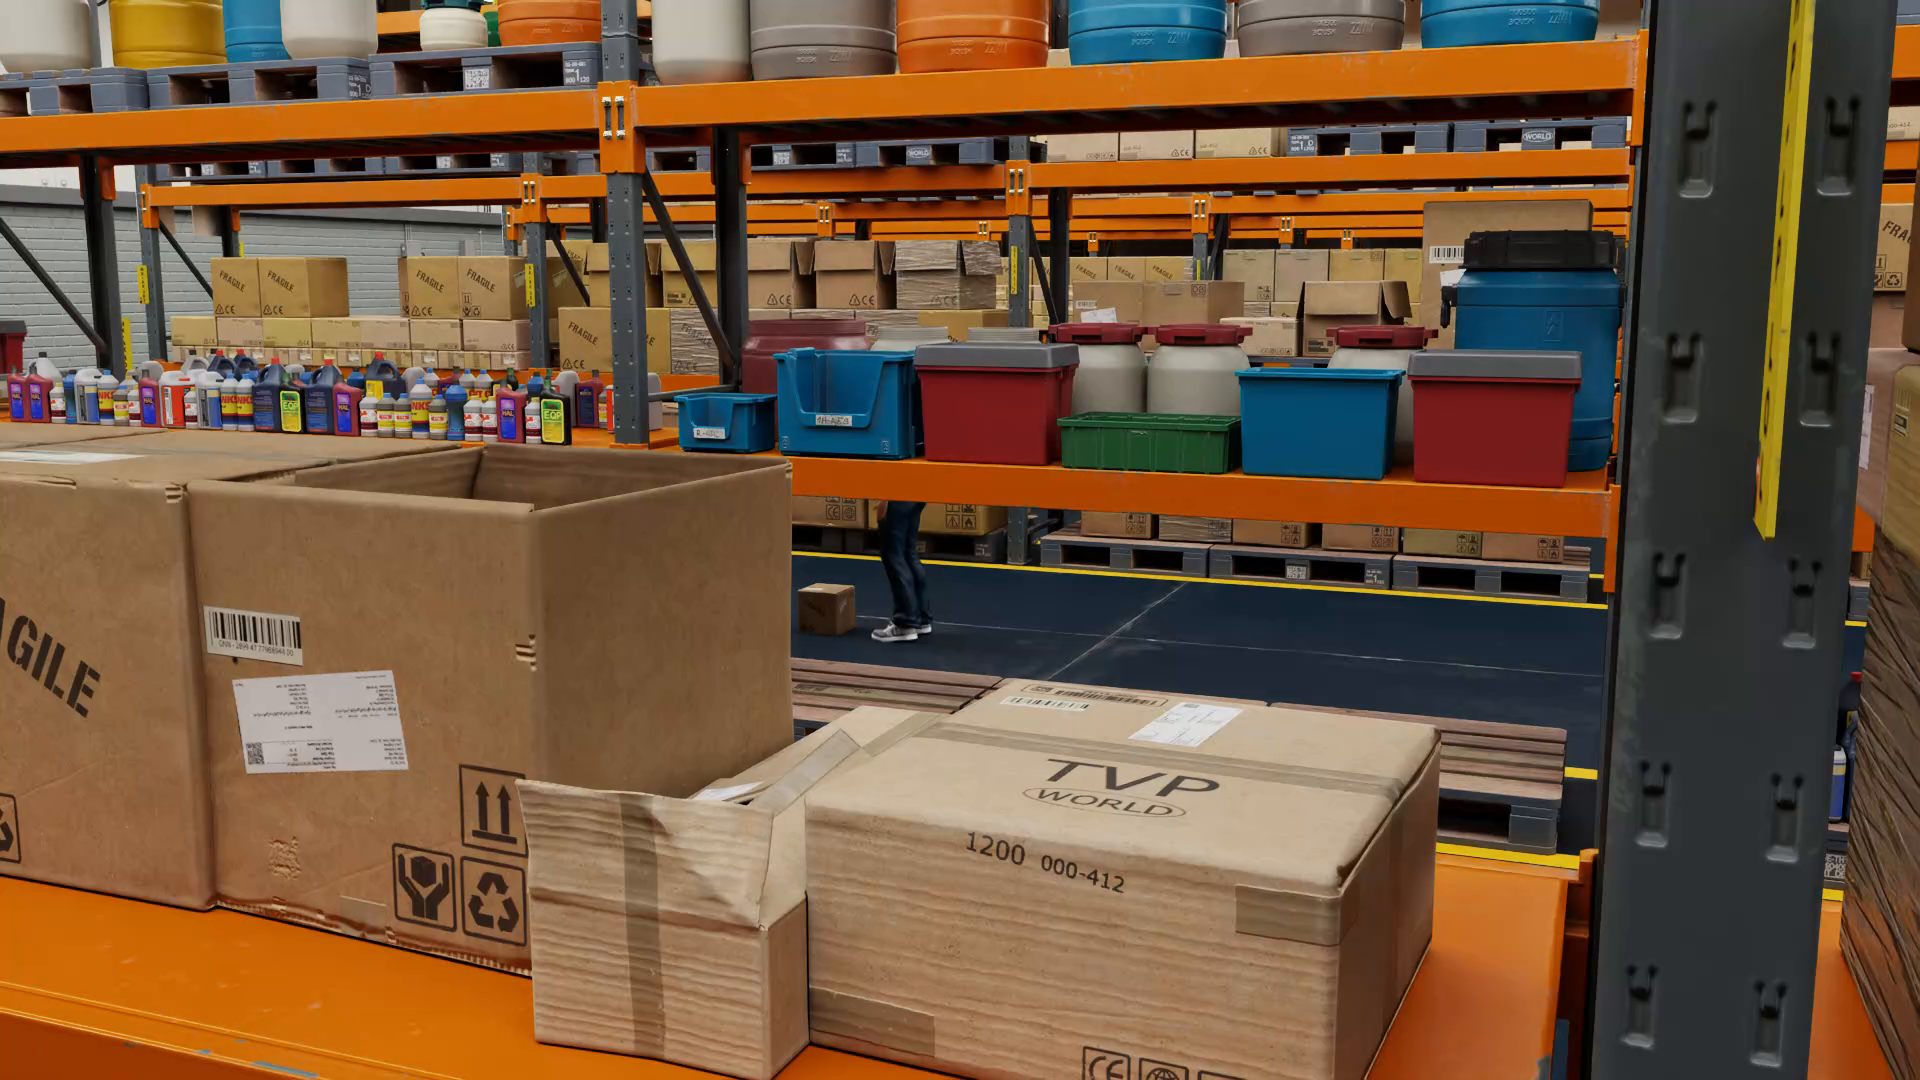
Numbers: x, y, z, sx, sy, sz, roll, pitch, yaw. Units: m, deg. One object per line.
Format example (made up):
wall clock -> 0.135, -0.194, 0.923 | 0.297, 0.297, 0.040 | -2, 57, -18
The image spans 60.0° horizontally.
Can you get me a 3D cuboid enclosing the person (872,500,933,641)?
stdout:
person -> -0.336, -0.228, 9.368 | 0.307, 1.595, 0.406 | 4, 10, 22
